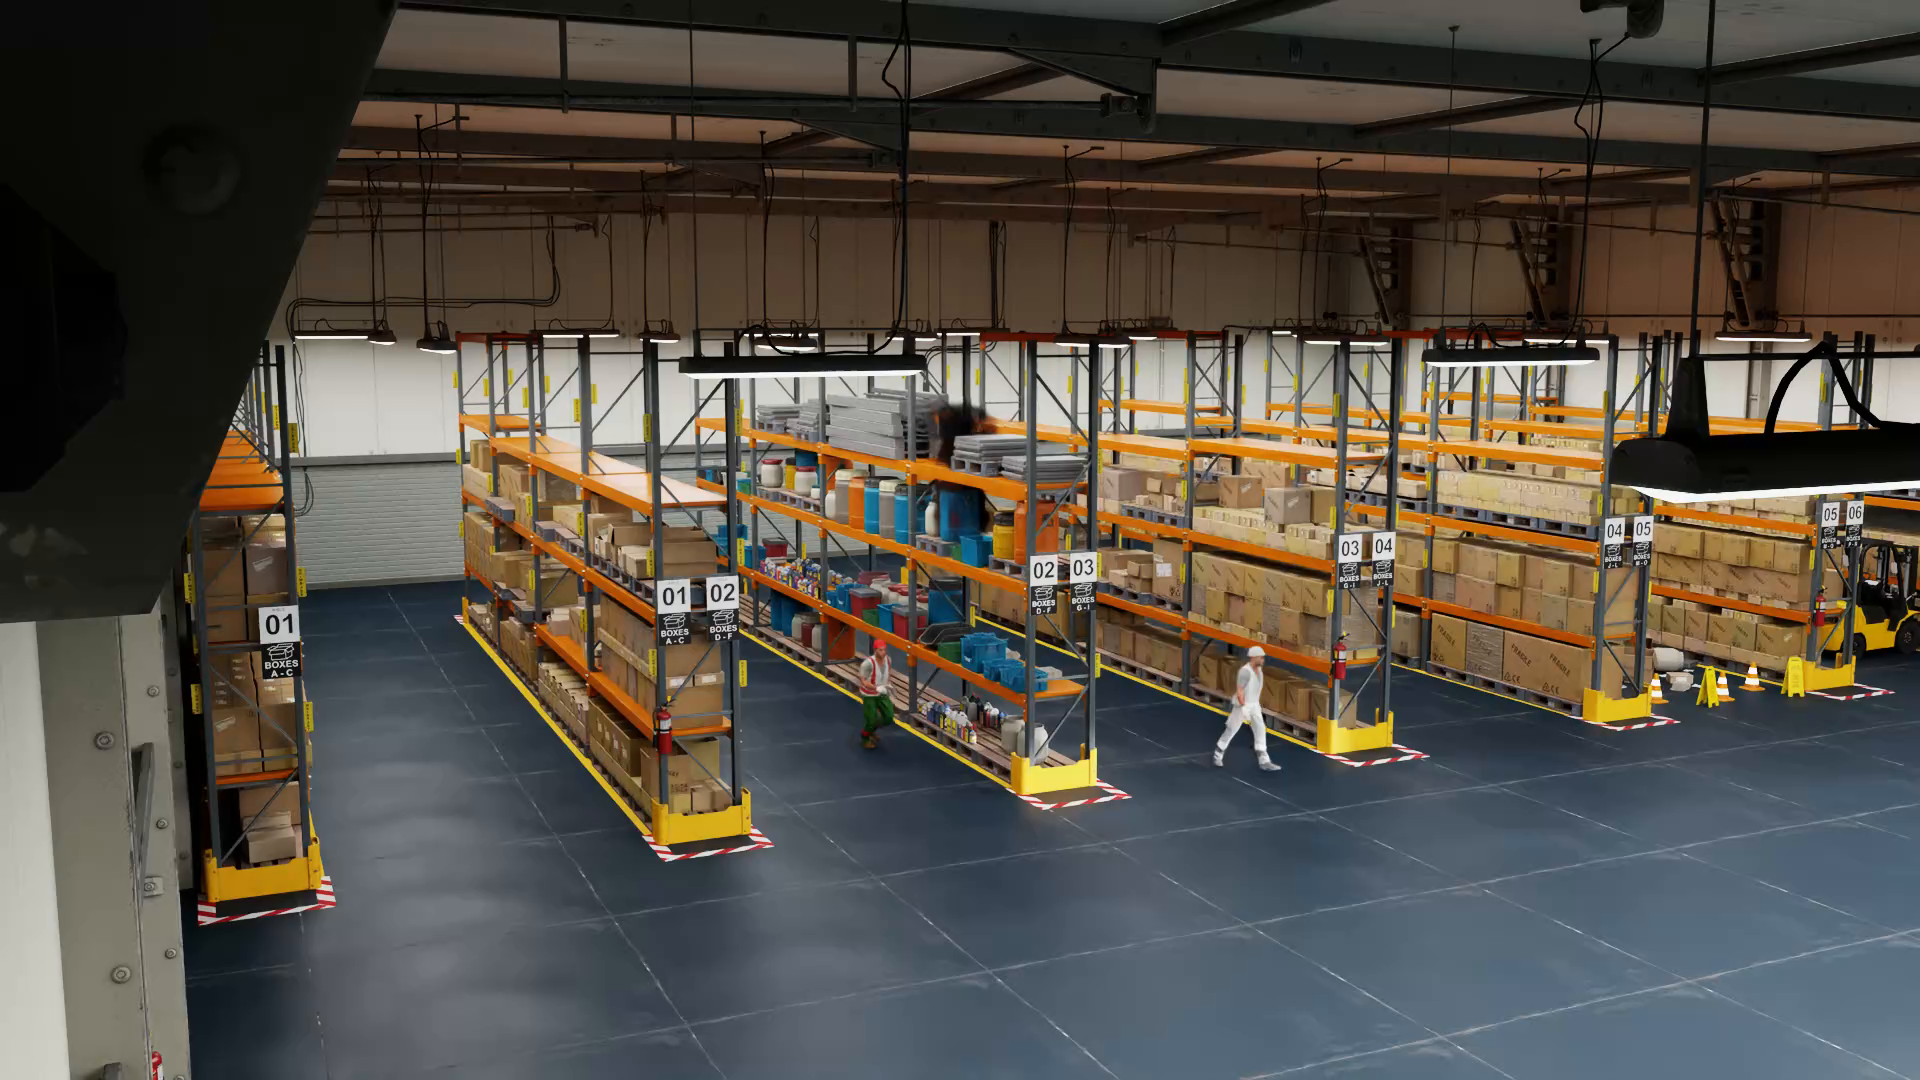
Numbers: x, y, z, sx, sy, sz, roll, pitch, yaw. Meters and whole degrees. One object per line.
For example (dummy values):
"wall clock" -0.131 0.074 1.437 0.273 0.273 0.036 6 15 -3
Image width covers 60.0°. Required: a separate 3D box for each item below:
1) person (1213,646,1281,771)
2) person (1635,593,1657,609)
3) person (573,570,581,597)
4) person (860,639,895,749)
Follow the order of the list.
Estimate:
"person" 4.030 2.338 23.274 0.890 1.743 0.722 7 10 40
"person" 14.203 0.954 34.041 0.612 1.624 0.846 -6 10 -36
"person" -8.249 0.806 35.045 0.573 1.694 0.842 -5 9 -35
"person" -1.209 2.249 24.208 0.649 1.682 0.771 -7 10 -40
